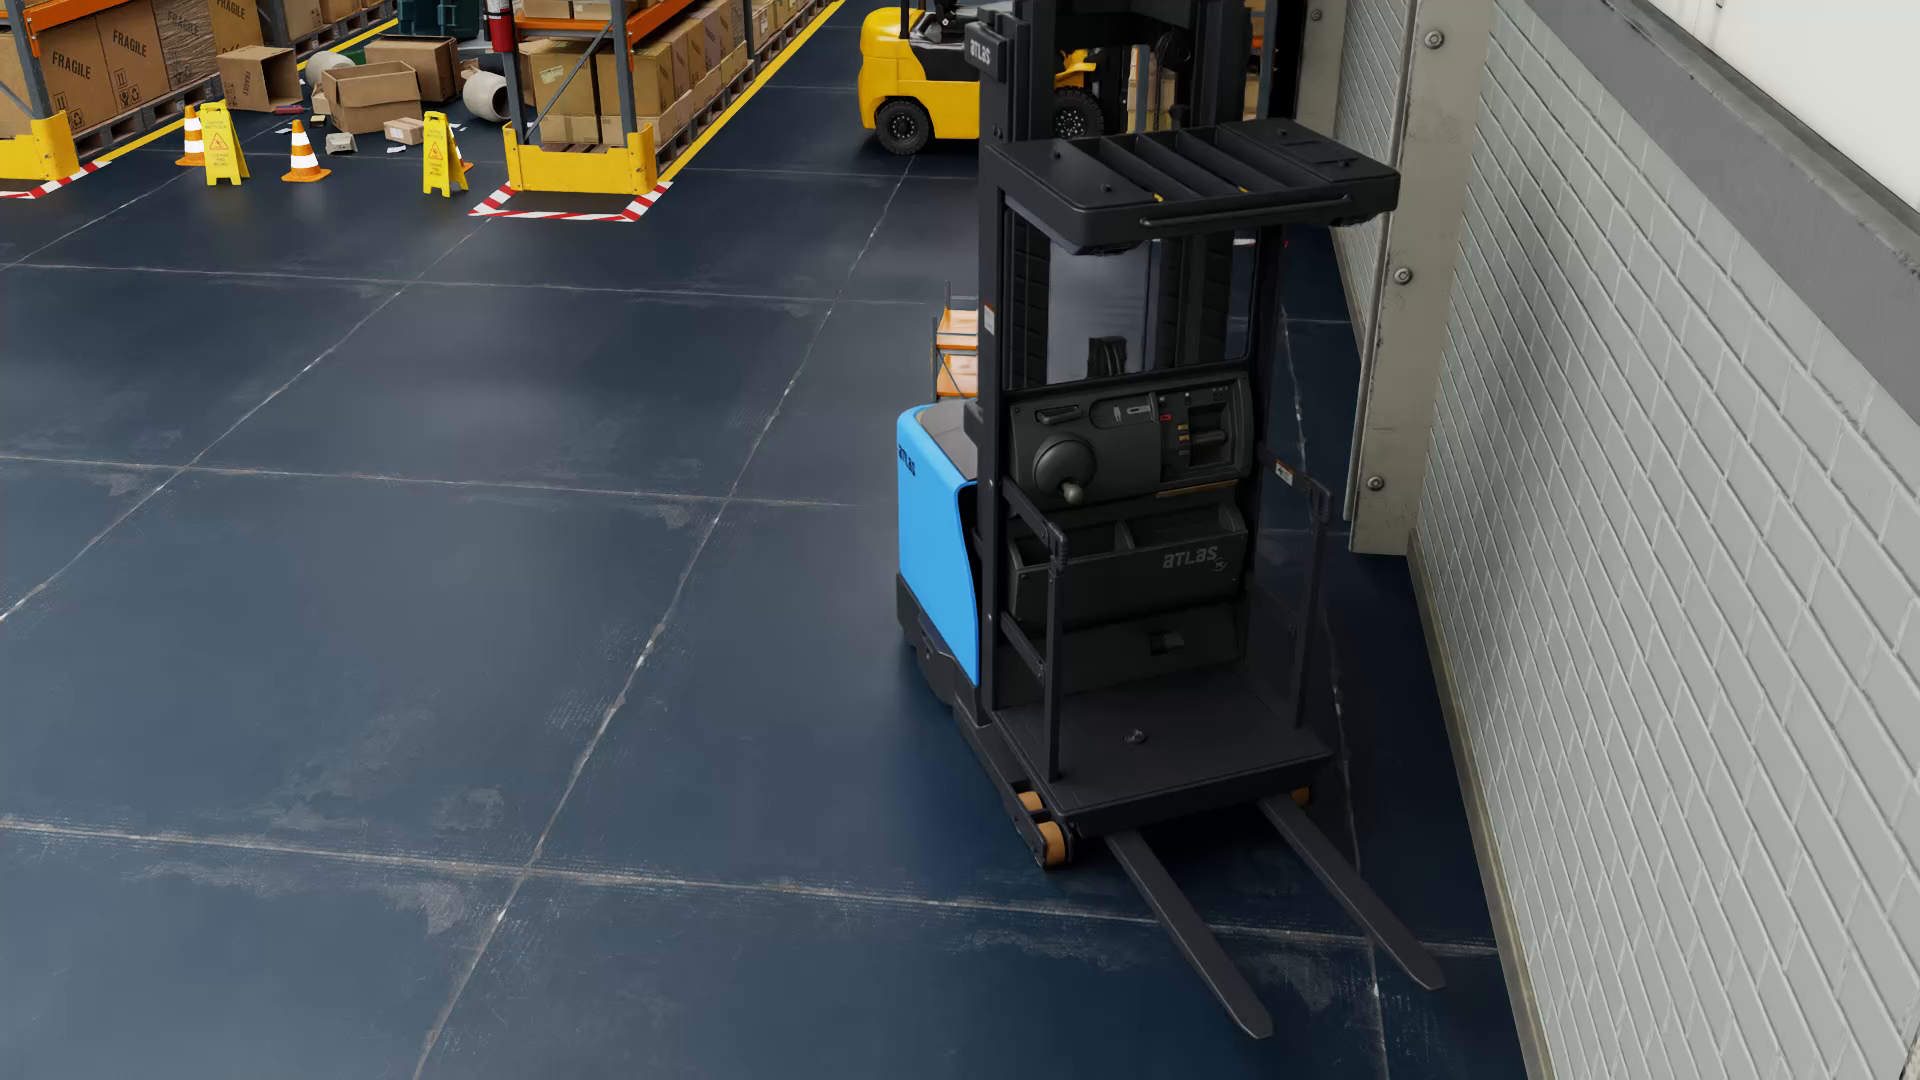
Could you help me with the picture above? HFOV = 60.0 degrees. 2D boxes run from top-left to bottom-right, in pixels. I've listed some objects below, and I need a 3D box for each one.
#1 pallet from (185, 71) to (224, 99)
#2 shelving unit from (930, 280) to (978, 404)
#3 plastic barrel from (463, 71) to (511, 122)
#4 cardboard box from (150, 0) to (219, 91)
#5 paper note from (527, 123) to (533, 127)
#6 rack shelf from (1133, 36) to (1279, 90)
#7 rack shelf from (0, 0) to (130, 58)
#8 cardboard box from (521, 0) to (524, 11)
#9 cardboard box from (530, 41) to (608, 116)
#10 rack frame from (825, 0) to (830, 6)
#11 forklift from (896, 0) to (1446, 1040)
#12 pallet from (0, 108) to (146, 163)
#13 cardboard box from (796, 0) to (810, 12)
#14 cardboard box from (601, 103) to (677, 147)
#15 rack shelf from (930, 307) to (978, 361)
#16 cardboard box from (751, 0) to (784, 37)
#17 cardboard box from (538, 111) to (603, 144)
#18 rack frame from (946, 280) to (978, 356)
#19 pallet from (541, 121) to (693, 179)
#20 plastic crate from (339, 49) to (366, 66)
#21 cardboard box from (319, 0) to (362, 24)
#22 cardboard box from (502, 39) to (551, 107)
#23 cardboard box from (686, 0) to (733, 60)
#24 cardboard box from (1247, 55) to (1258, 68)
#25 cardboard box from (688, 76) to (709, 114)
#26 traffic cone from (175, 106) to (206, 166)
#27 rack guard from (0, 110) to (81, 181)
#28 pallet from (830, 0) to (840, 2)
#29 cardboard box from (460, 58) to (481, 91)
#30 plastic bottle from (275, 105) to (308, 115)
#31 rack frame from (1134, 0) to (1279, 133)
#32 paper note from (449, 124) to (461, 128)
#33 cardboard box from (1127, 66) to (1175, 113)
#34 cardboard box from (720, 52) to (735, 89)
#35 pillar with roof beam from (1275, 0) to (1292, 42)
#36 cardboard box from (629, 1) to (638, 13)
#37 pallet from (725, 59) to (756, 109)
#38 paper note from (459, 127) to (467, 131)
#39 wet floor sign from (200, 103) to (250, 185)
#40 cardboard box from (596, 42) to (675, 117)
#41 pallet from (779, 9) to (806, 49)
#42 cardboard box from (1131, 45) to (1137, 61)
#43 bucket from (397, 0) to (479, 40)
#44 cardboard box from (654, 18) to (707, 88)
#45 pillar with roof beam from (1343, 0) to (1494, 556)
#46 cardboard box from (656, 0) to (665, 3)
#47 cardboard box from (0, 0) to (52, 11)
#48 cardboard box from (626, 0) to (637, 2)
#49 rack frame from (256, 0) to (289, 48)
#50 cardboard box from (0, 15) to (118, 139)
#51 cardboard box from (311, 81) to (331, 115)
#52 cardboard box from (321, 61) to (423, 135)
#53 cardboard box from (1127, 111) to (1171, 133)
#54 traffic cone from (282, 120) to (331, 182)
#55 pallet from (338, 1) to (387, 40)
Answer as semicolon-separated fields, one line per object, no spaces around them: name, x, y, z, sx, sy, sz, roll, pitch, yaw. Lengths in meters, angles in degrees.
pallet;-7.693;-4.723;16.794;1.003;0.211;1.213;3;28;6
shelving unit;0.020;-0.606;8.110;0.258;1.200;0.503;3;28;6
plastic barrel;-4.337;-4.107;15.427;0.421;0.421;0.512;-24;36;-37
cardboard box;-7.776;-4.837;15.863;0.875;0.875;0.875;4;29;7
paper note;-3.980;-3.839;15.344;0.142;0.019;0.148;-6;29;-11
rack shelf;2.084;-4.519;14.234;1.077;0.370;4.000;3;28;6
rack shelf;-7.768;-5.046;15.212;1.077;0.370;4.000;3;28;6
cardboard box;-3.333;-4.385;13.491;0.380;0.149;0.250;3;28;6
cardboard box;-3.248;-3.878;13.951;0.500;0.500;0.500;4;29;7
rack frame;-2.107;-7.947;19.838;1.000;3.000;0.127;3;28;6
forklift;0.695;-0.323;5.758;1.130;2.935;3.031;-10;30;-17
pallet;-7.992;-3.574;14.662;1.003;0.211;1.213;3;28;6
cardboard box;-2.269;-6.362;19.223;0.950;0.372;0.625;3;28;5
cardboard box;-2.714;-3.519;14.076;0.500;0.250;0.500;3;28;6
rack shelf;0.020;-0.952;7.924;0.258;0.148;0.480;3;28;6
cardboard box;-2.451;-5.677;17.954;0.950;0.372;0.625;5;29;9
cardboard box;-3.252;-3.563;14.157;0.500;0.250;0.500;3;28;6
rack frame;0.050;-0.721;8.323;0.240;1.200;0.015;3;28;6
pallet;-2.944;-3.369;14.282;1.003;0.211;1.213;3;28;6
plastic crate;-6.244;-4.933;17.149;0.450;0.188;0.662;9;28;37
cardboard box;-7.414;-6.250;18.617;1.050;0.750;0.750;3;28;6
cardboard box;-4.079;-4.539;16.146;0.500;0.500;0.500;-24;36;-37
cardboard box;-2.464;-4.835;15.727;0.500;0.500;0.500;4;29;7
cardboard box;2.144;-3.759;13.468;0.500;0.250;0.500;3;28;6
cardboard box;-2.590;-4.016;14.999;0.500;0.250;0.500;5;29;10
traffic cone;-6.538;-3.472;14.206;0.336;0.463;0.334;3;28;6
rack guard;-8.015;-3.309;13.866;1.175;0.500;0.348;3;28;6
pallet;-1.936;-7.086;21.180;1.003;0.211;1.213;3;28;6
cardboard box;-4.827;-4.601;16.511;0.258;0.266;0.396;-17;33;-29
plastic bottle;-6.331;-4.080;15.759;0.283;0.061;0.133;-6;29;-11
rack frame;1.839;-3.894;12.316;1.000;3.000;0.127;3;28;6
paper note;-4.694;-3.821;15.322;0.148;0.019;0.142;14;31;24
cardboard box;1.586;-3.544;13.067;0.500;0.250;0.500;4;29;8
cardboard box;-2.458;-4.493;15.884;0.500;0.250;0.500;3;28;5
pillar with roof beam;-0.718;-9.885;17.111;9.100;9.000;0.400;3;28;6
cardboard box;-2.824;-4.338;13.404;0.380;0.149;0.250;4;29;7
pallet;-2.645;-4.518;16.414;1.003;0.211;1.213;3;28;6
paper note;-4.547;-3.763;15.224;0.032;0.001;0.123;3;28;6
wet floor sign;-6.051;-3.256;13.613;0.267;0.644;0.232;-1;28;-3
cardboard box;-2.712;-3.860;13.918;0.500;0.500;0.500;2;28;4
pallet;-2.356;-5.779;18.754;1.003;0.211;1.213;3;28;6
cardboard box;1.695;-4.022;13.956;0.500;0.250;0.500;4;29;7
bucket;-5.251;-5.334;16.837;0.726;0.611;0.620;14;21;24
cardboard box;-2.583;-4.342;14.813;0.500;0.500;0.500;4;29;7
pillar with roof beam;-2.189;-4.237;6.626;9.100;9.000;0.400;3;28;6
cardboard box;-2.634;-4.575;13.844;0.380;0.149;0.250;4;29;7
cardboard box;-8.012;-4.664;13.587;0.875;0.550;0.550;3;28;6
cardboard box;-2.754;-4.563;13.138;0.500;0.500;0.500;3;28;5
rack frame;-7.522;-6.304;16.789;1.000;3.000;0.127;3;28;6
cardboard box;-7.995;-3.994;14.298;0.875;0.875;0.875;4;29;6
cardboard box;-5.905;-4.184;15.737;0.396;0.266;0.258;8;29;15
cardboard box;-5.385;-4.056;15.248;0.797;0.503;0.637;-17;33;-29
cardboard box;1.589;-3.336;13.209;0.500;0.250;0.500;3;28;6
traffic cone;-5.458;-3.246;13.787;0.336;0.463;0.334;3;28;6
pallet;-7.356;-6.020;19.201;1.003;0.211;1.213;3;28;6
